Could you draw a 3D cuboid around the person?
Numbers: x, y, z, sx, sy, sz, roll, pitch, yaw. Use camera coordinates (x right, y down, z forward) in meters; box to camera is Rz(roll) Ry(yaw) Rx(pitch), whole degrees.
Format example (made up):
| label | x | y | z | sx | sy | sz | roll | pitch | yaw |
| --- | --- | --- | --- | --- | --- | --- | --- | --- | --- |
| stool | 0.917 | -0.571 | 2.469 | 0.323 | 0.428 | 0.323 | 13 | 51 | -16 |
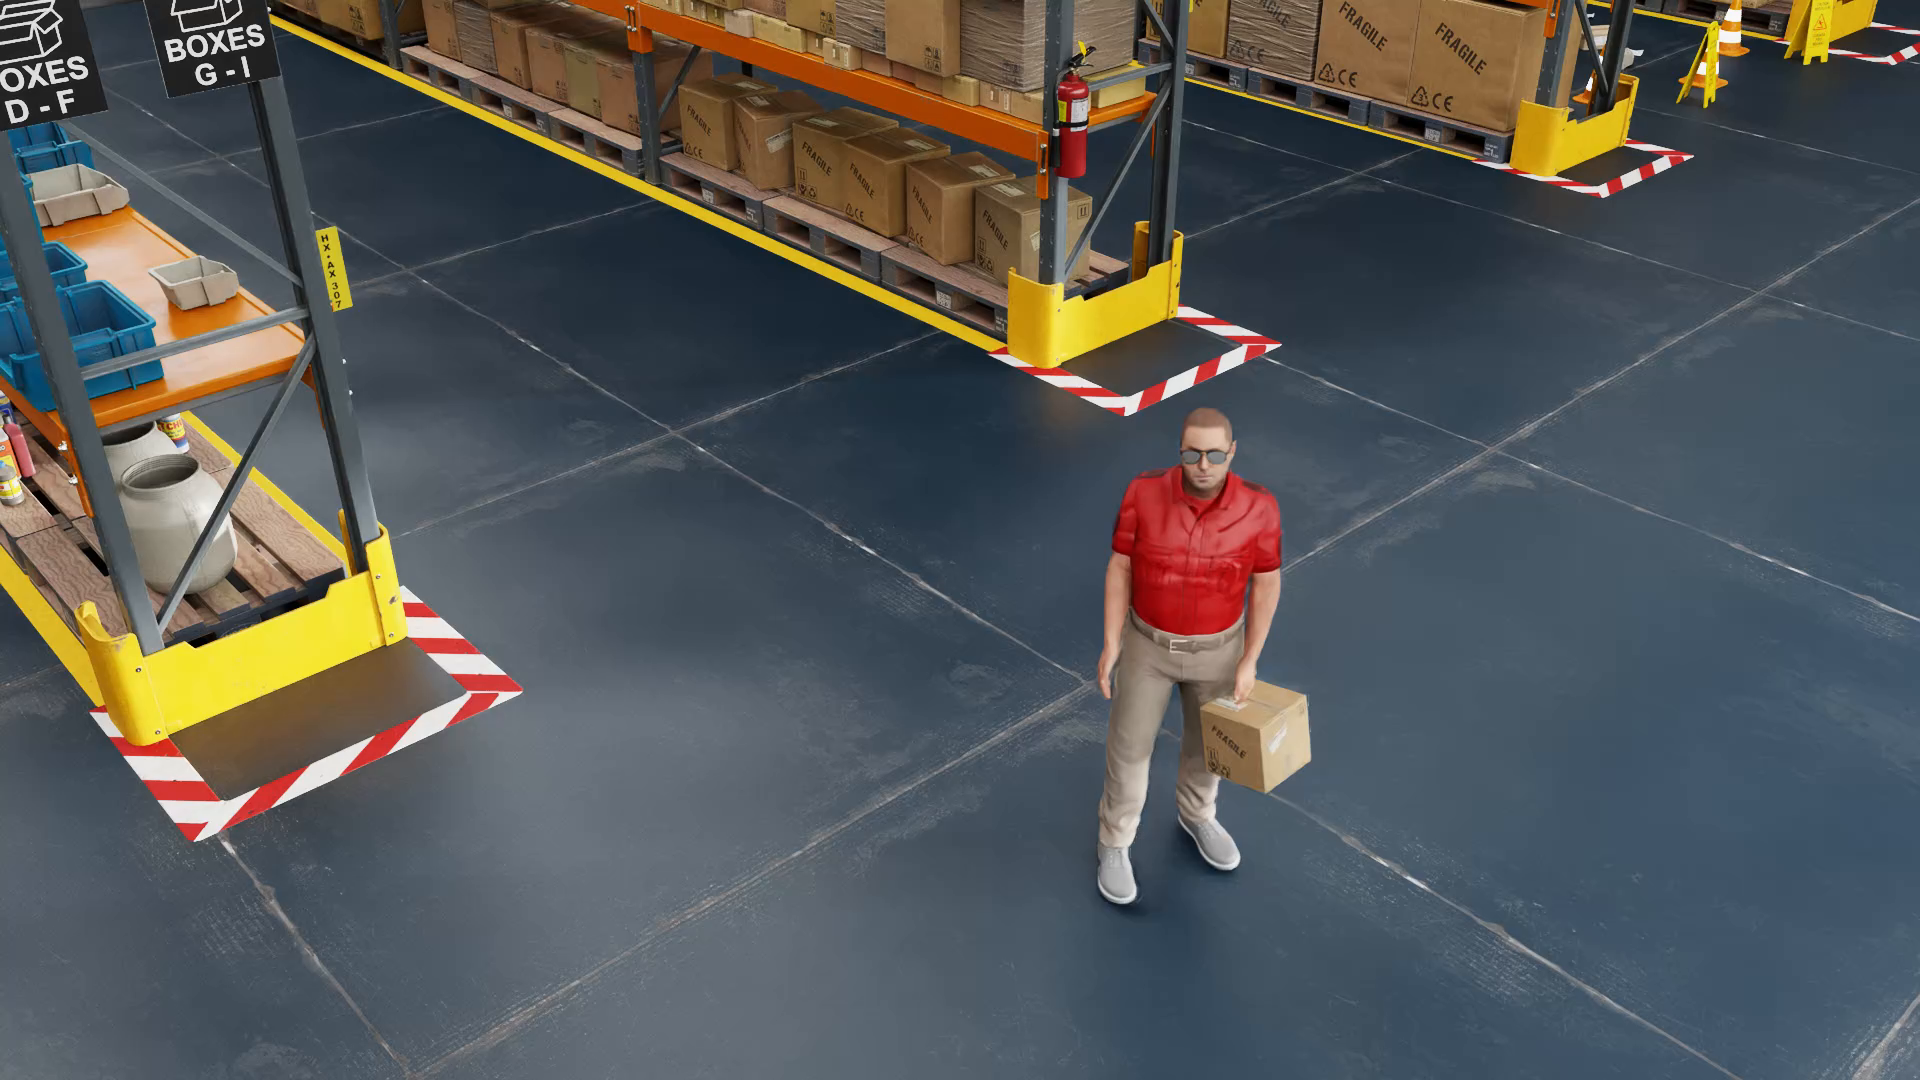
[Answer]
| label | x | y | z | sx | sy | sz | roll | pitch | yaw |
| --- | --- | --- | --- | --- | --- | --- | --- | --- | --- |
| person | 0.741 | 0.405 | 5.462 | 0.576 | 1.730 | 0.523 | 3 | 32 | 6 |
